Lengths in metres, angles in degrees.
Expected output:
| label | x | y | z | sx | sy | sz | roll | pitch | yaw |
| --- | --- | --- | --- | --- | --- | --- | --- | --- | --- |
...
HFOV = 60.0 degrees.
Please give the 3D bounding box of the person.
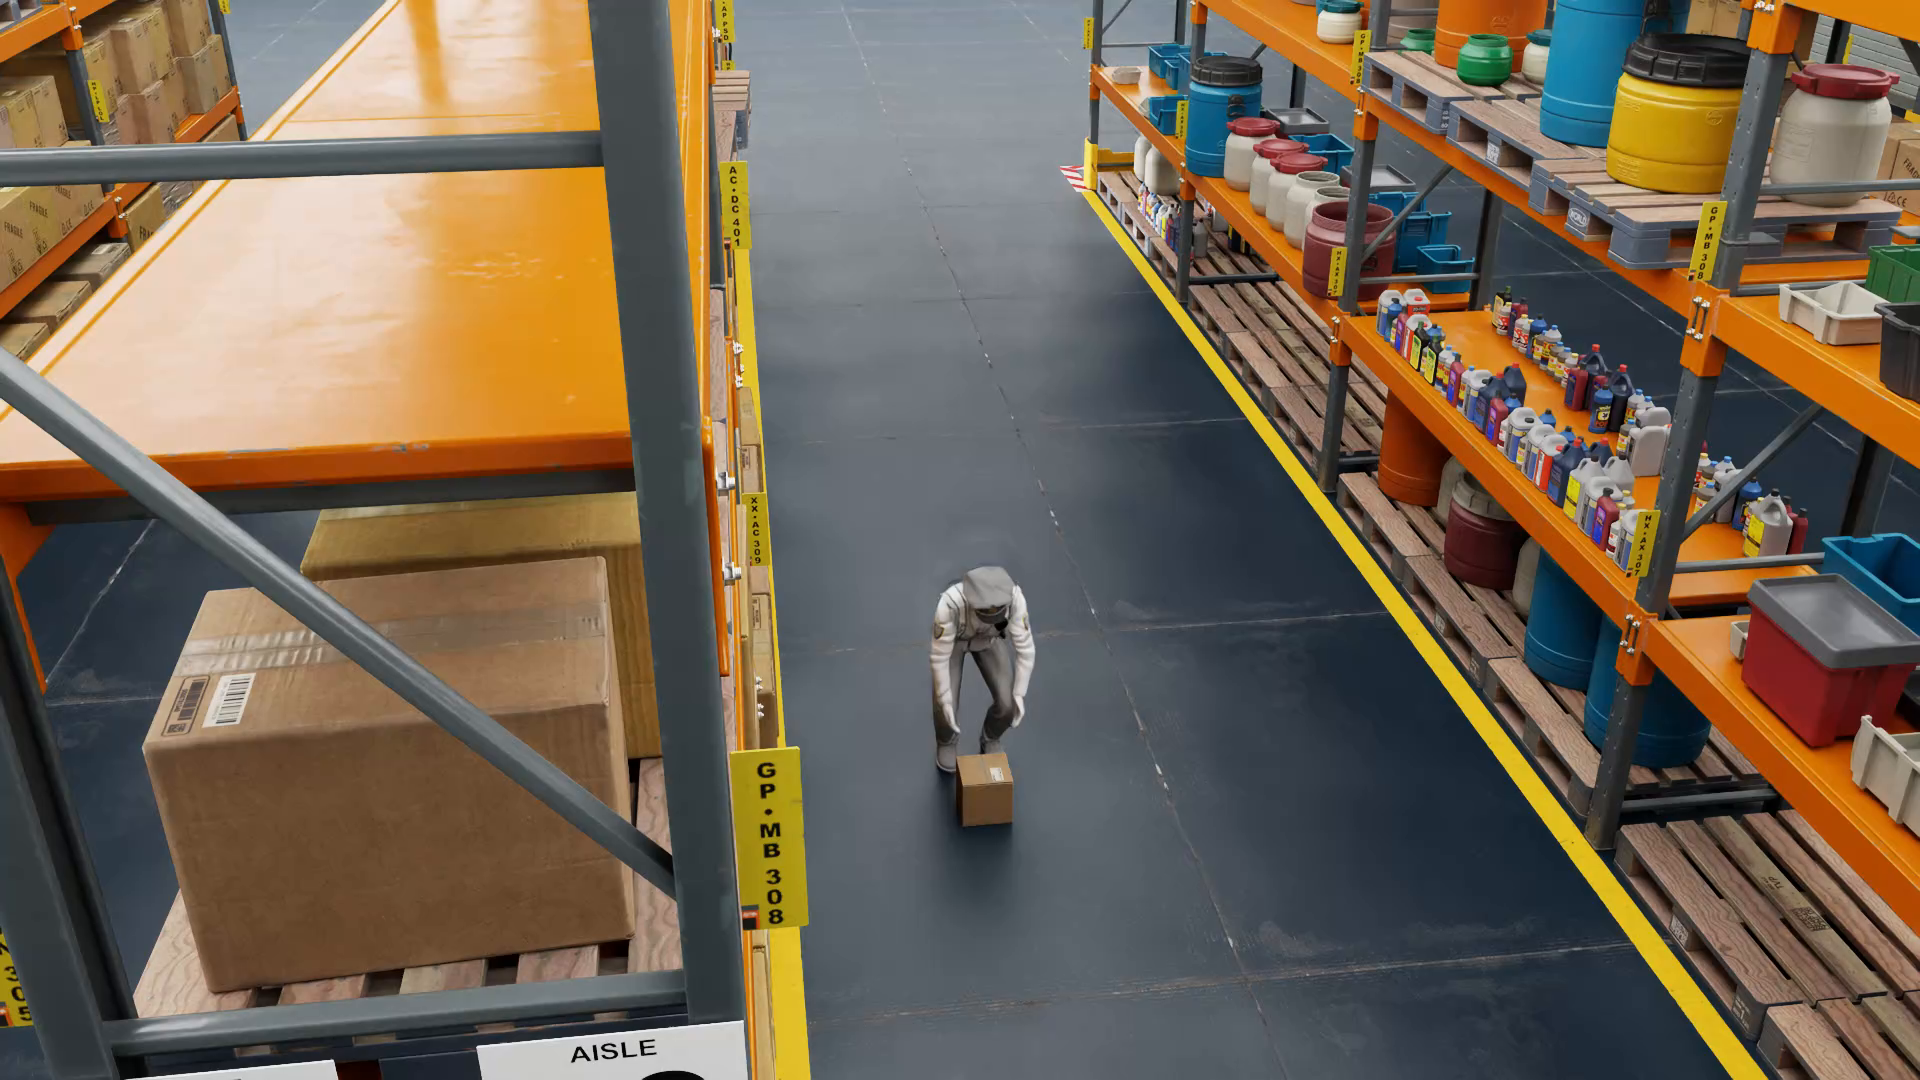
| label | x | y | z | sx | sy | sz | roll | pitch | yaw |
| --- | --- | --- | --- | --- | --- | --- | --- | --- | --- |
| person | 0.101 | 0.612 | 8.348 | 0.531 | 1.263 | 0.765 | -3 | 27 | -6 |
